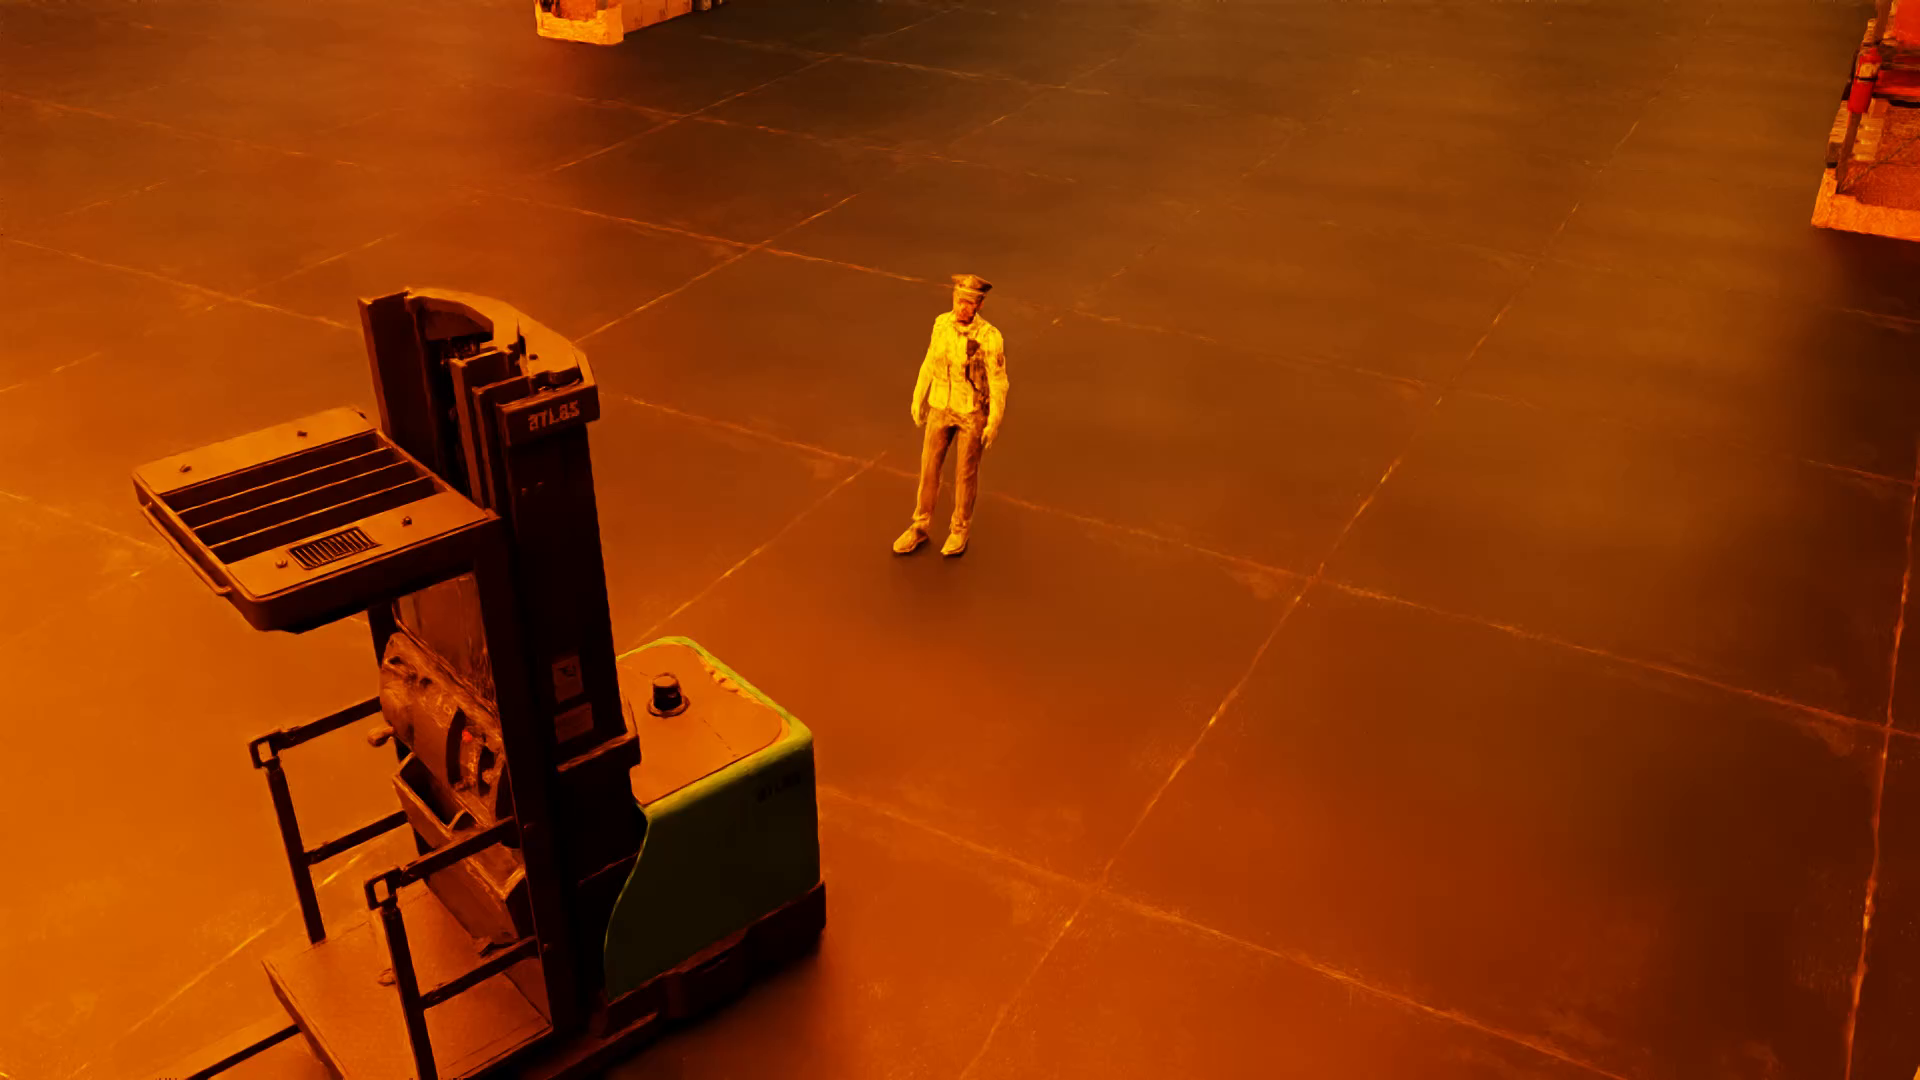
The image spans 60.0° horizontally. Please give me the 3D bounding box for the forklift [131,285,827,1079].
[{"bbox_3d":[-2.009,0.714,5.834,3.031,2.935,1.130,-24,37,-35],"label":"forklift"}]

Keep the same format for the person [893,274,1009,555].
[{"bbox_3d":[-0.039,-0.711,9.528,0.586,1.692,0.532,15,33,25],"label":"person"}]
